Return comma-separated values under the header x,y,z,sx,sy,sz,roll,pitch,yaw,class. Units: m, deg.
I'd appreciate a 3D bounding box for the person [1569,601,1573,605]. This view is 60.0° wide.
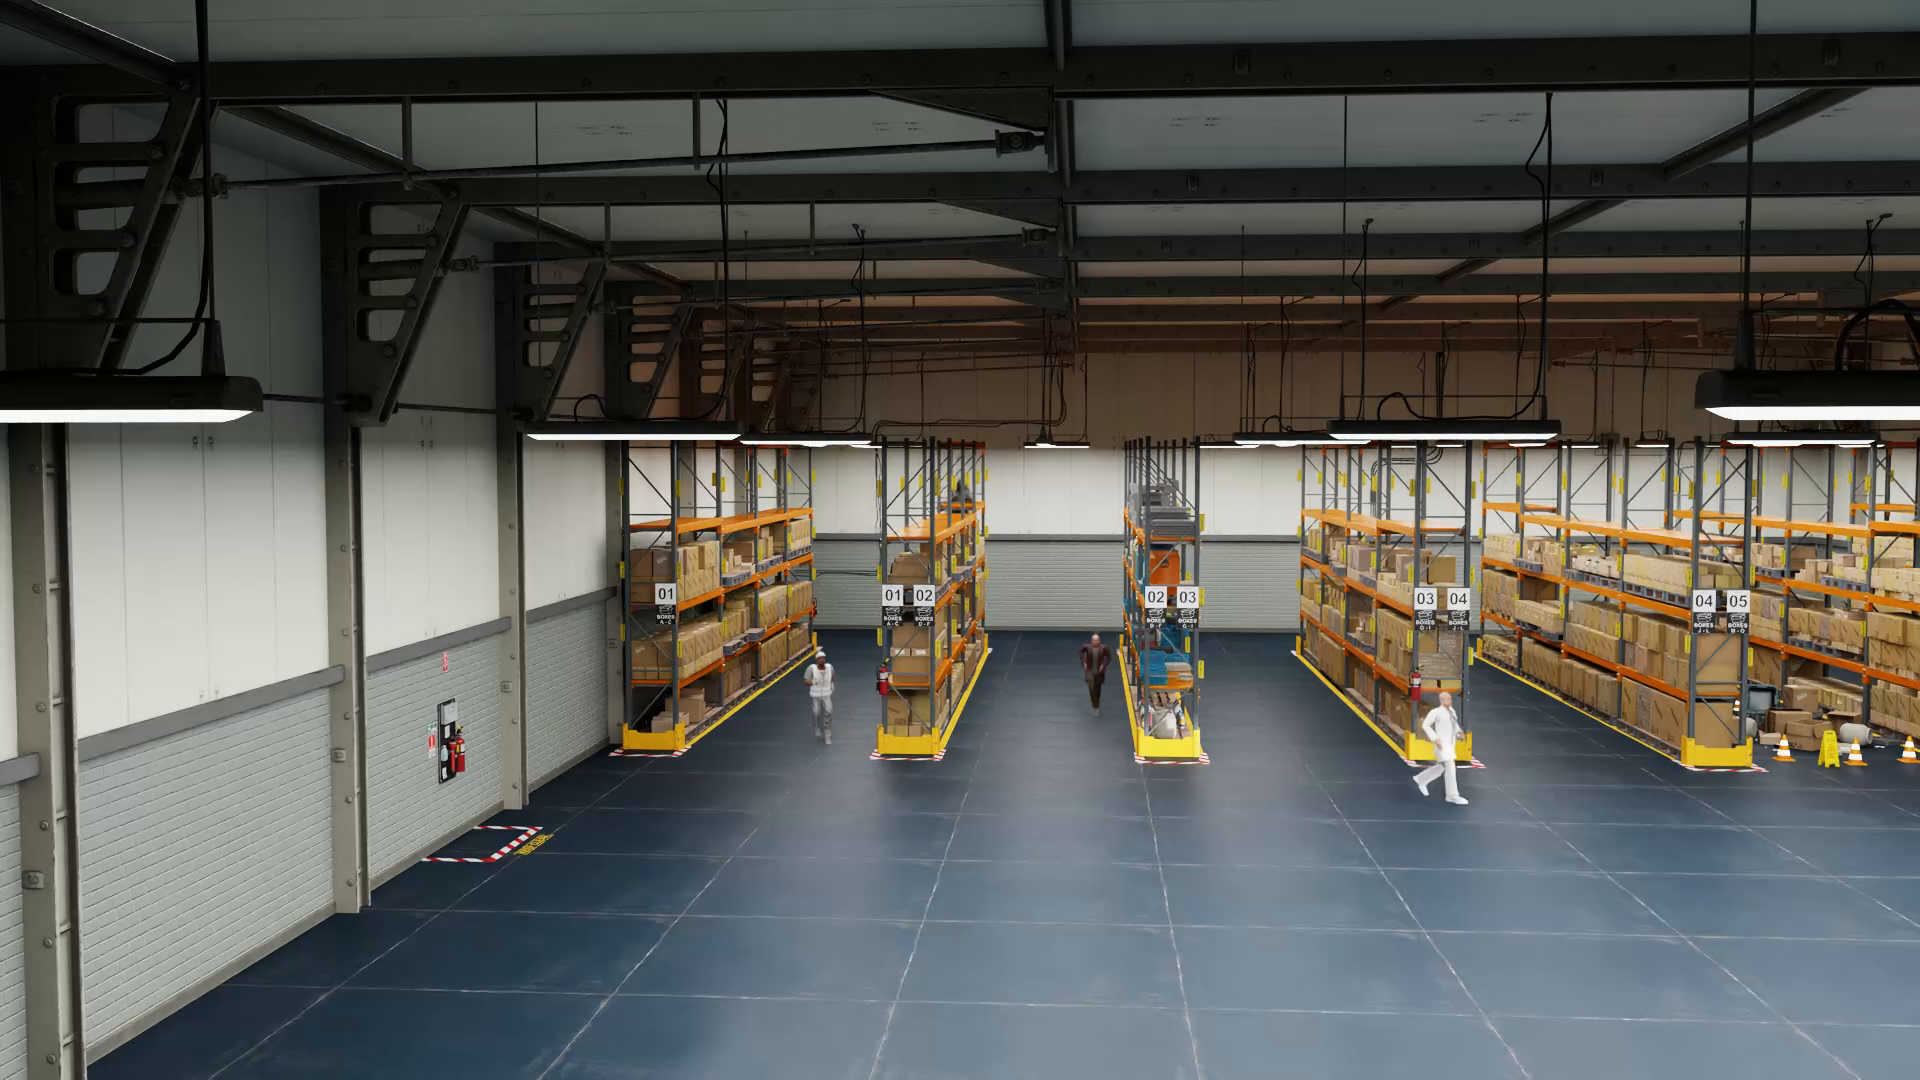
x,y,z,sx,sy,sz,roll,pitch,yaw,class
16.608,2.486,45.319,0.612,1.640,0.592,0,3,5,person

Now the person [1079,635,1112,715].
x,y,z,sx,sy,sz,roll,pitch,yaw,class
2.969,2.931,36.511,0.722,1.788,1.042,0,3,7,person

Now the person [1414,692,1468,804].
x,y,z,sx,sy,sz,roll,pitch,yaw,class
7.848,3.348,27.077,1.002,1.774,0.713,3,4,44,person

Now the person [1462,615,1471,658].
x,y,z,sx,sy,sz,roll,pitch,yaw,class
13.340,2.483,44.208,0.686,1.721,0.593,0,3,-3,person

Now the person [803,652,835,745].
x,y,z,sx,sy,sz,roll,pitch,yaw,class
-2.775,3.097,32.741,0.637,1.837,0.853,-1,3,-11,person
